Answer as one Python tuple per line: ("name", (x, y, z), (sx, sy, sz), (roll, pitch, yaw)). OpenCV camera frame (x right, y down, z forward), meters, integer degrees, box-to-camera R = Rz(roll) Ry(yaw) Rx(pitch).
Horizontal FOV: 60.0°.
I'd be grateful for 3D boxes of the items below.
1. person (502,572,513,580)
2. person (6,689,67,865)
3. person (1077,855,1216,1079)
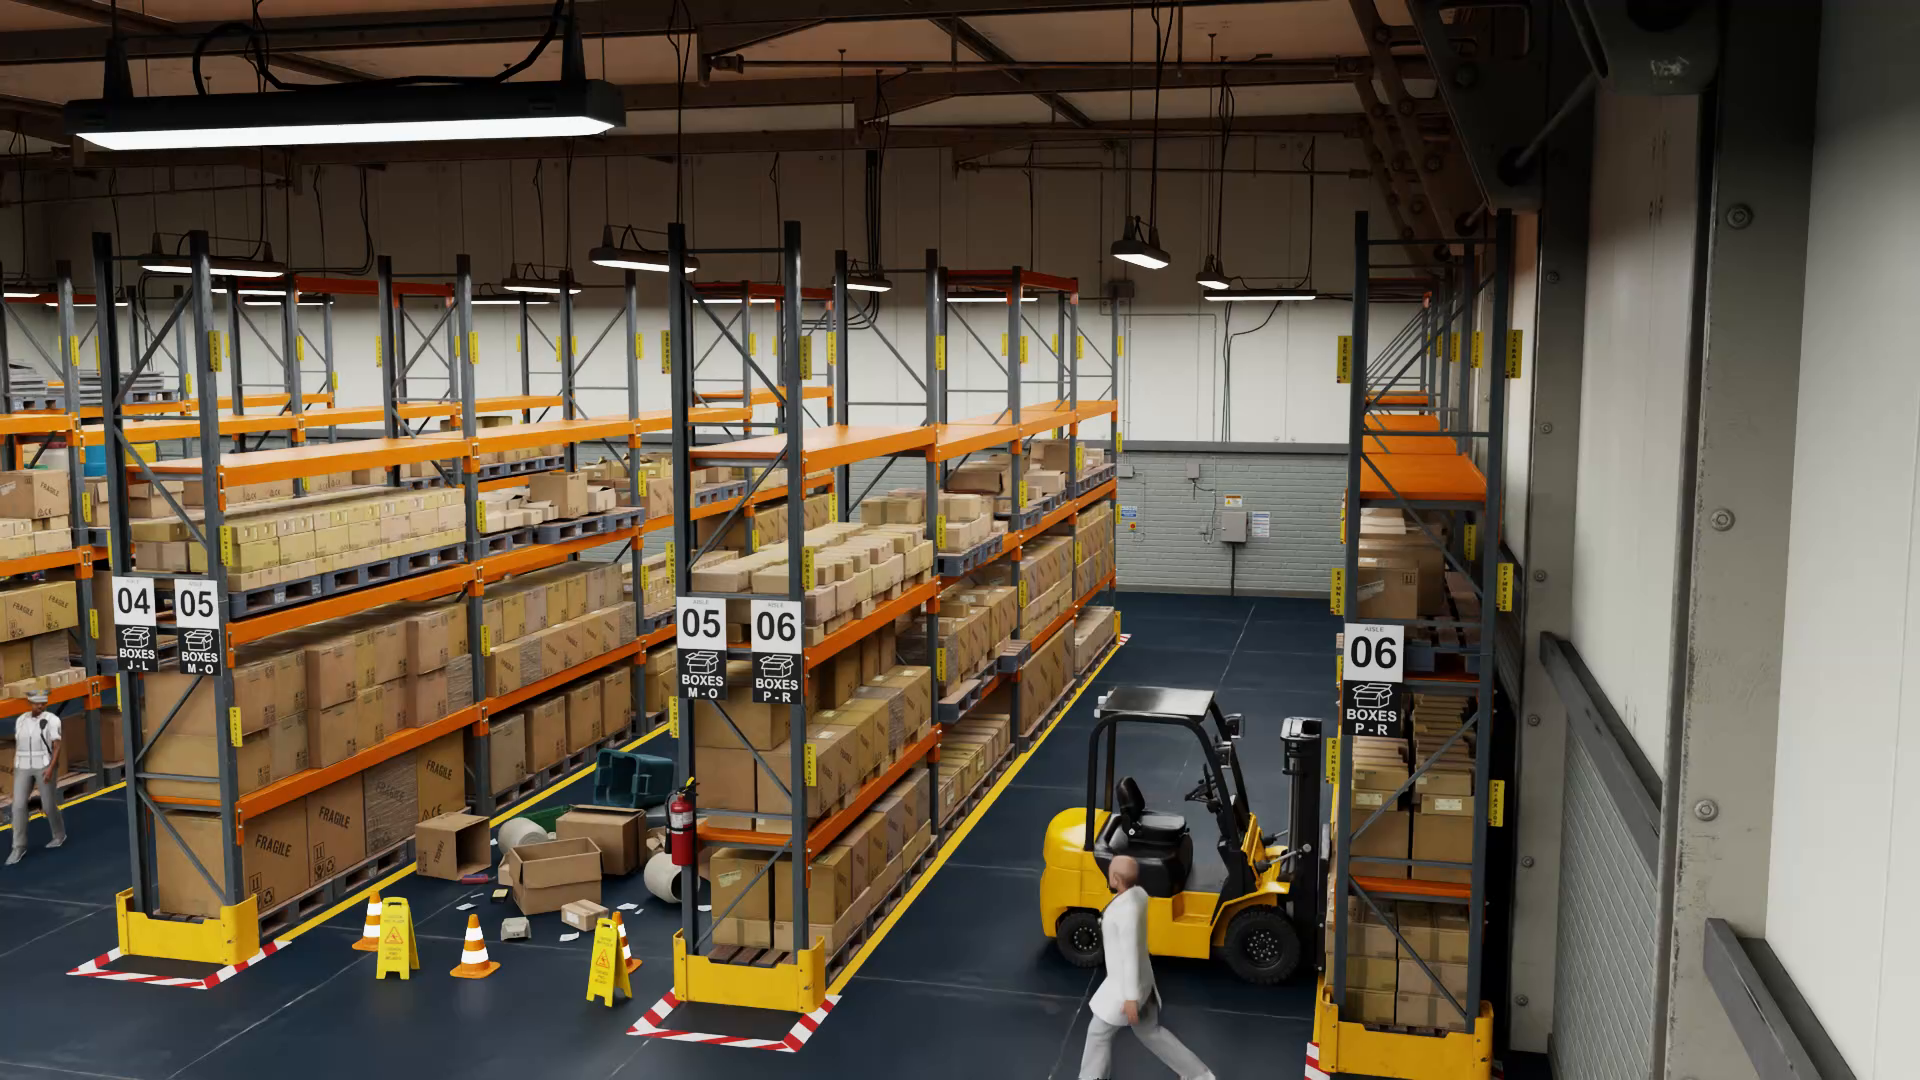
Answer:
("person", (-6.906, 1.253, 25.794), (0.555, 1.562, 0.749), (3, 8, 24))
("person", (-9.287, 2.340, 16.654), (0.471, 1.670, 0.726), (-1, 7, -11))
("person", (1.169, 2.950, 11.114), (1.099, 1.738, 0.637), (1, 7, 7))
